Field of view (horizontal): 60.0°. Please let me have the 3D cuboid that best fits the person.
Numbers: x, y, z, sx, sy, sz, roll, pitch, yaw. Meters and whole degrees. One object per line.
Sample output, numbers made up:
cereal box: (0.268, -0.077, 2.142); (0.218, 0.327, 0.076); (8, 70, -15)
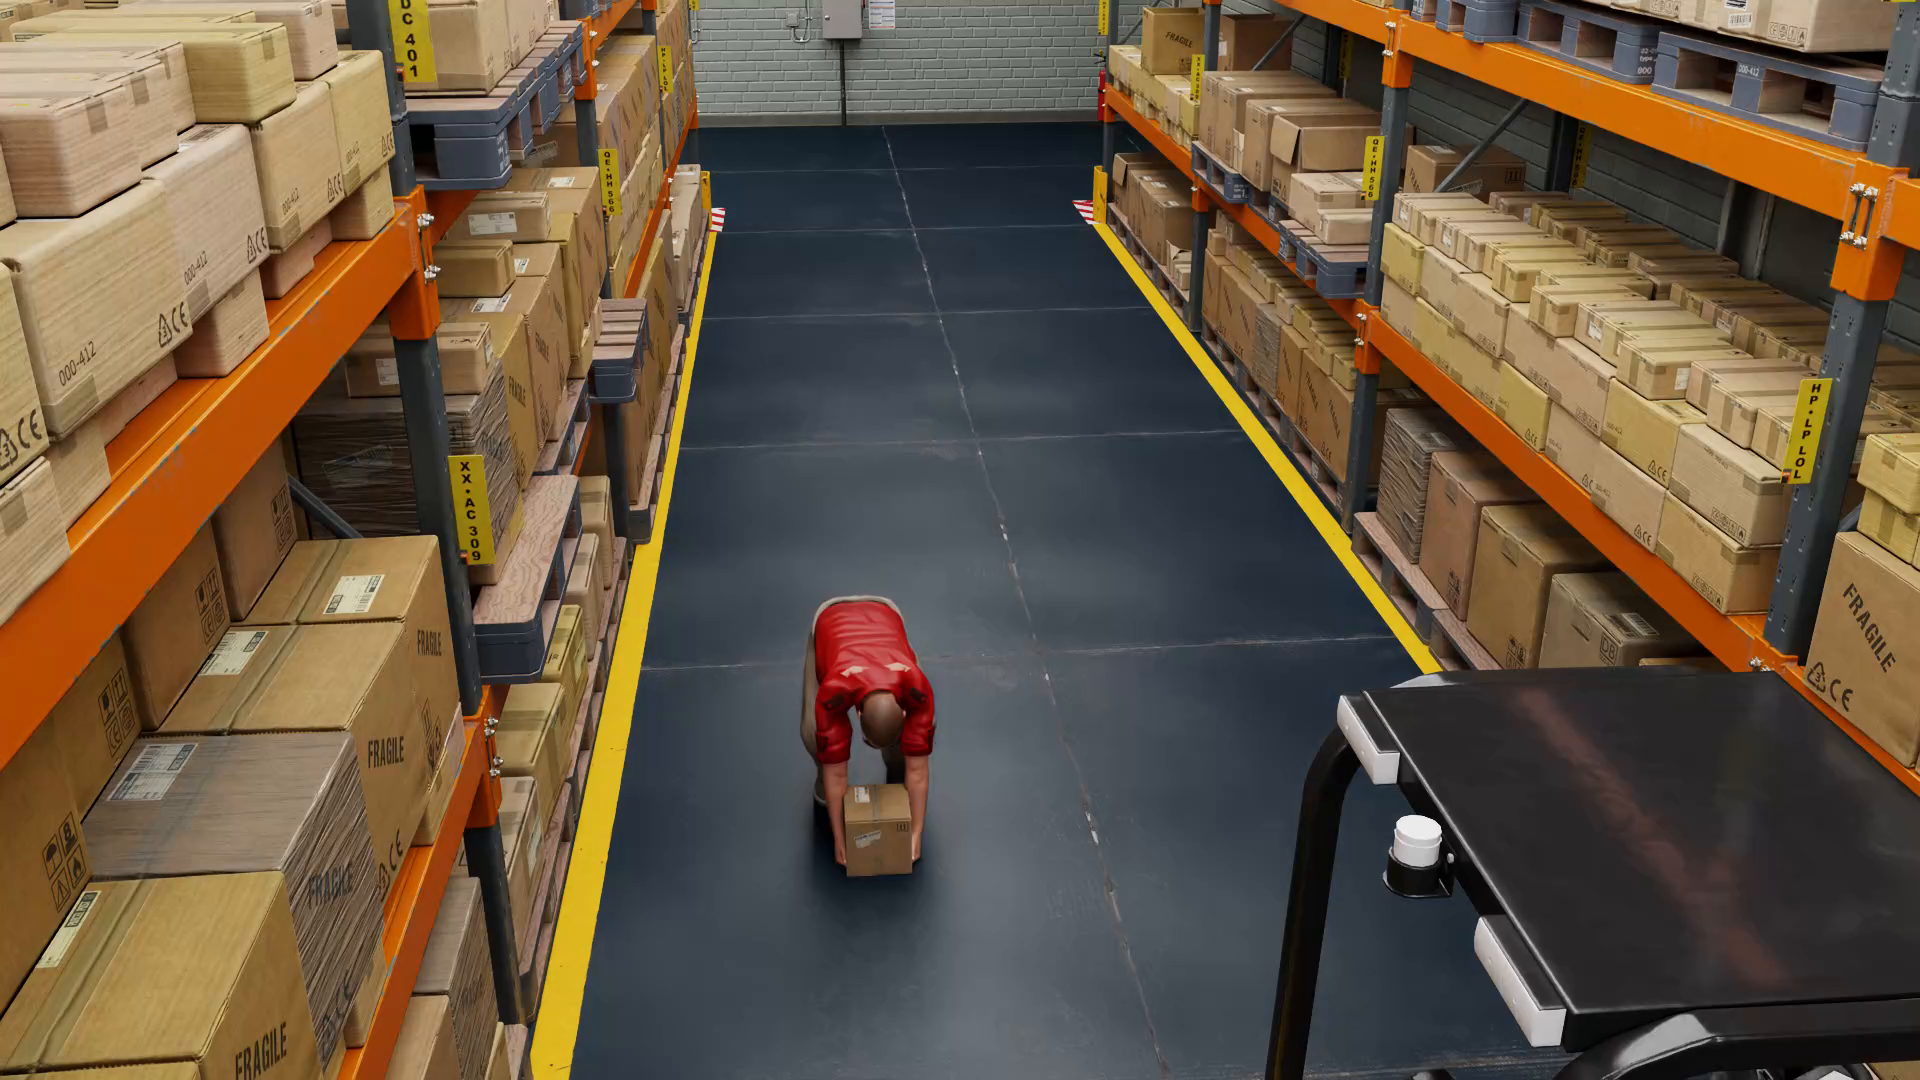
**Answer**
person: (-0.363, 0.727, 6.604); (0.545, 0.845, 0.957); (-3, 24, -7)
